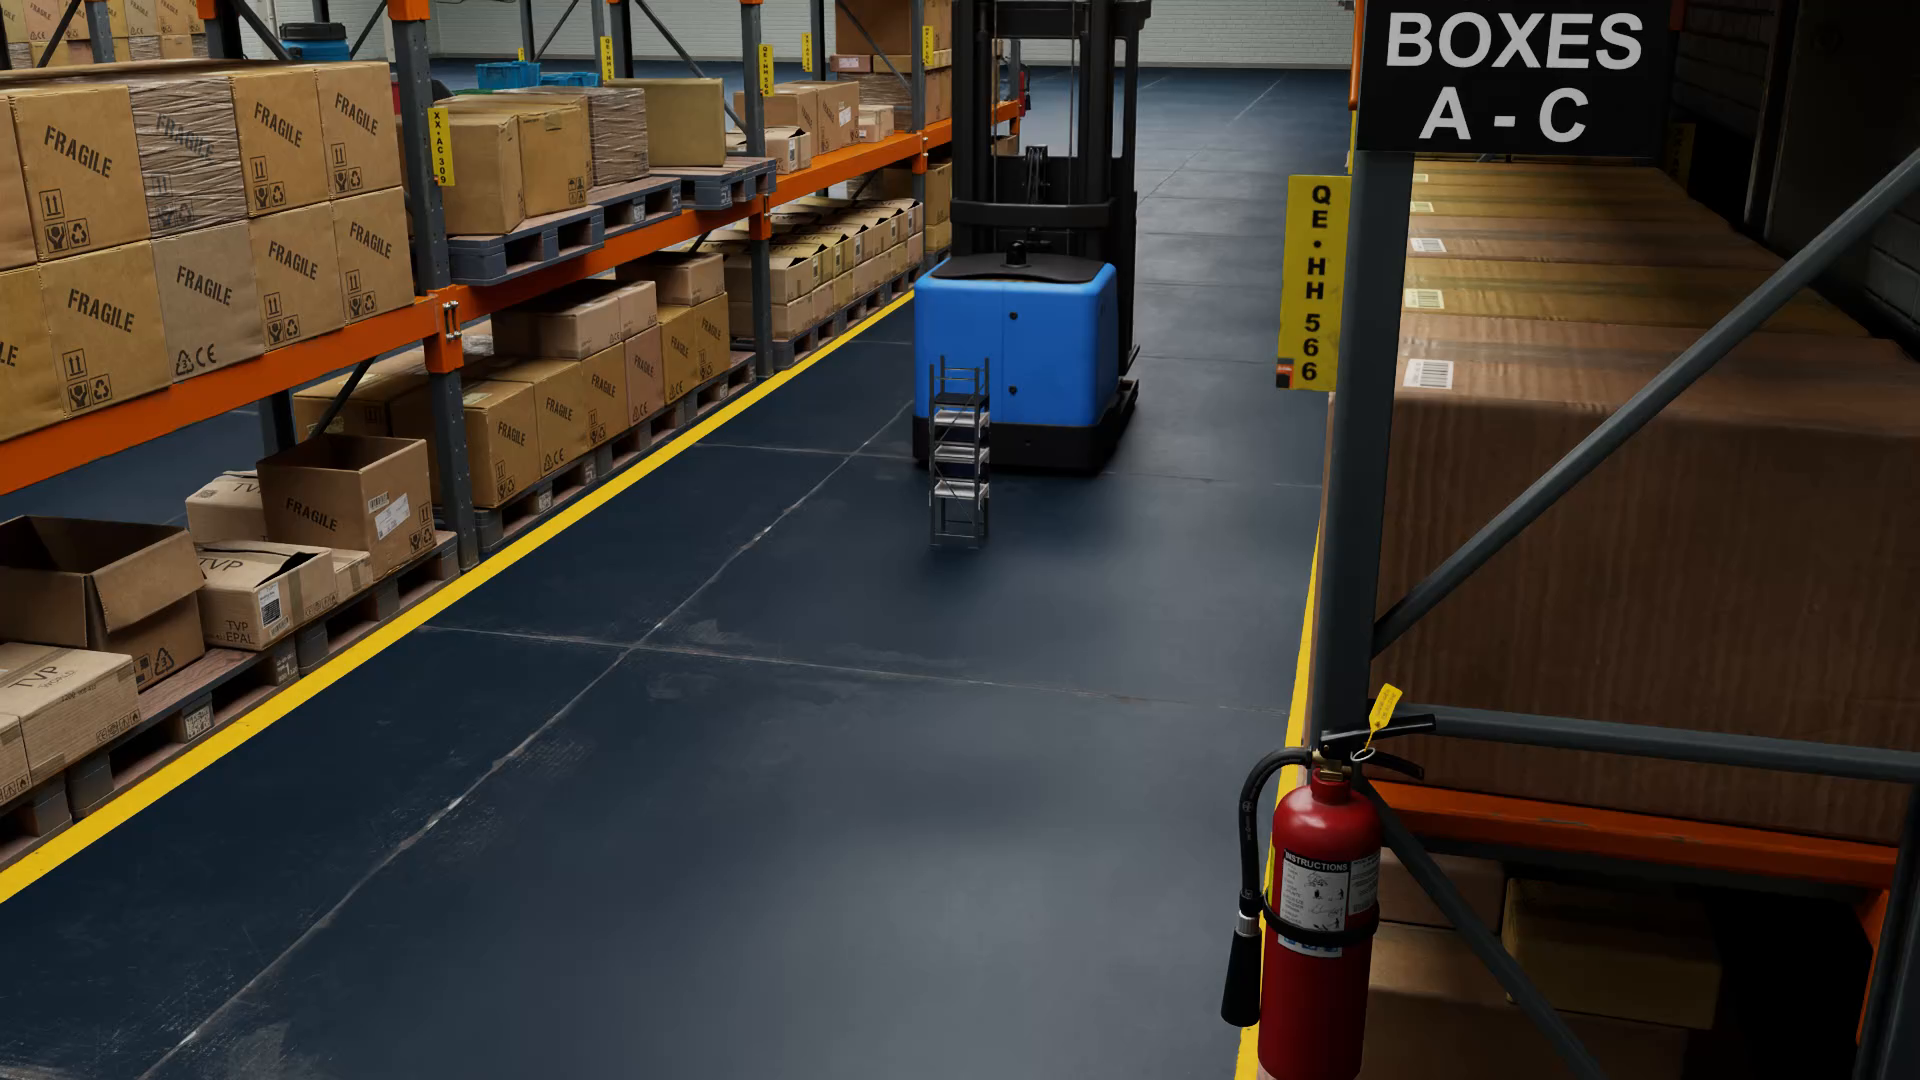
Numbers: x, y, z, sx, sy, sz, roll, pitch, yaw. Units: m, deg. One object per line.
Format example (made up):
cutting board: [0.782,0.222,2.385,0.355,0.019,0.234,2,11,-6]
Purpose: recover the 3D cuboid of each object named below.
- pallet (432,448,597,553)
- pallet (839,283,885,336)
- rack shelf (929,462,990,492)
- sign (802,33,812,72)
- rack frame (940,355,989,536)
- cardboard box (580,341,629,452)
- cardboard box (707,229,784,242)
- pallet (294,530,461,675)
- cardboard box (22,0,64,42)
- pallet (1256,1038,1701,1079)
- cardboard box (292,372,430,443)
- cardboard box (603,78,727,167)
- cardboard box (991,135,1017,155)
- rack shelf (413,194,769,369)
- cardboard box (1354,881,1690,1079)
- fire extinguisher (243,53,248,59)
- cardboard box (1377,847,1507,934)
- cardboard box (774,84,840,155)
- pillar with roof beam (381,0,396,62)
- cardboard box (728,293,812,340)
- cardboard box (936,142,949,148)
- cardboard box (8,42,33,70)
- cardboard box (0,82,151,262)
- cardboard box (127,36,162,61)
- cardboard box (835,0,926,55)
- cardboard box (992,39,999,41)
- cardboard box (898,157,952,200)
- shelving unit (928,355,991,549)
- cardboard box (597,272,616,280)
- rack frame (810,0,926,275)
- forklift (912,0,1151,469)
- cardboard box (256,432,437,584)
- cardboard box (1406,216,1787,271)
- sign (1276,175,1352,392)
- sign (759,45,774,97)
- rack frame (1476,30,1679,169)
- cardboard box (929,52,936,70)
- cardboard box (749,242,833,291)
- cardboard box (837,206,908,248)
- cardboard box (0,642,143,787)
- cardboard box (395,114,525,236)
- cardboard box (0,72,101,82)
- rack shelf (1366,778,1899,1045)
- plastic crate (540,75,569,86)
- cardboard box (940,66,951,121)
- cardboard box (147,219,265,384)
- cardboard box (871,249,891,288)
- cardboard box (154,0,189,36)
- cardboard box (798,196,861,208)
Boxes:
pallet: [-2.603,-0.261,8.625,1.003,0.211,1.213,5,19,13]
pallet: [-1.249,-1.893,13.403,1.003,0.211,1.213,5,19,13]
rack shelf: [-0.002,-0.307,8.075,0.258,0.077,0.200,5,19,13]
sign: [-1.349,-4.320,14.734,0.100,0.325,0.005,5,19,13]
rack frame: [0.023,-0.455,8.128,0.240,0.900,0.006,5,19,13]
cardboard box: [-2.162,-0.804,9.088,0.500,0.500,0.500,5,19,14]
cardboard box: [-1.652,-2.244,12.854,0.500,0.311,0.500,5,19,13]
pallet: [-2.934,0.212,7.240,1.003,0.211,1.213,5,19,13]
cardboard box: [-9.939,-5.553,17.641,0.500,0.500,0.500,5,19,13]
pallet: [1.181,1.384,3.809,1.003,0.211,1.213,5,19,13]
cardboard box: [-2.923,-0.525,8.271,0.500,0.500,0.500,5,19,13]
cardboard box: [-1.833,-2.616,10.402,0.700,0.500,0.500,-2,19,-5]
cardboard box: [0.324,-4.145,18.125,0.500,0.500,0.500,5,19,13]
rack shelf: [-2.277,-1.609,9.370,1.077,0.370,4.000,5,19,13]
cardboard box: [1.136,1.078,3.608,0.700,0.500,0.500,5,19,13]
fire extinguisher: [-8.964,-5.830,20.736,0.296,0.674,0.183,5,19,13]
cardboard box: [0.990,0.716,3.663,0.380,0.149,0.250,4,19,13]
cardboard box: [-1.265,-3.316,13.100,0.500,0.500,0.500,5,19,13]
pillar with roof beam: [-13.402,-18.796,49.294,9.100,9.000,0.400,5,19,13]
cardboard box: [-1.375,-1.615,11.879,0.500,0.250,0.500,5,19,13]
cardboard box: [-0.410,-3.871,17.324,0.500,0.500,0.500,5,19,13]
cardboard box: [-10.246,-4.938,17.388,0.875,0.500,0.500,5,19,13]
cardboard box: [-3.008,-1.188,5.323,0.500,0.500,0.500,4,19,13]
cardboard box: [-9.770,-5.566,19.227,0.875,0.500,0.500,5,19,13]
cardboard box: [-0.709,-4.631,14.943,0.700,0.500,0.500,5,19,14]
cardboard box: [0.027,-5.583,17.731,0.700,0.500,0.500,5,19,14]
cardboard box: [-0.279,-3.360,15.829,0.500,0.500,0.500,5,19,13]
shelving unit: [-0.002,-0.423,8.035,0.258,0.900,0.210,5,19,13]
cardboard box: [-2.177,-1.481,11.071,0.500,0.500,0.500,6,20,16]
rack frame: [-0.811,-3.830,14.760,1.000,3.000,0.127,5,19,13]
forklift: [0.542,-2.213,10.133,1.130,2.935,3.031,4,19,11]
cardboard box: [-2.630,-0.147,7.163,0.500,0.500,0.500,5,19,13]
cardboard box: [1.539,-0.449,4.396,0.980,0.700,0.700,4,19,11]
sign: [0.539,-0.386,2.519,0.100,0.325,0.005,5,19,13]
sign: [-1.260,-3.047,10.798,0.100,0.325,0.005,5,19,13]
rack frame: [2.039,-0.933,6.277,1.000,3.000,0.127,5,19,13]
cardboard box: [-0.435,-4.413,15.309,0.380,0.149,0.250,4,19,12]
cardboard box: [-1.255,-2.045,12.272,0.500,0.311,0.500,4,19,12]
cardboard box: [-0.753,-2.680,14.129,0.500,0.311,0.500,5,20,15]
cardboard box: [-3.091,0.563,5.473,0.500,0.250,0.500,5,19,13]
cardboard box: [-2.433,-1.699,7.718,0.700,0.500,0.500,-2,19,-5]
cardboard box: [-3.405,-1.395,5.929,0.500,0.500,0.500,4,19,12]
rack shelf: [1.550,0.035,4.558,1.077,0.370,4.000,5,19,13]
plastic crate: [-4.632,-5.022,18.480,0.499,0.251,0.408,5,19,13]
cardboard box: [-0.460,-4.340,16.098,0.700,0.500,0.500,5,19,14]
cardboard box: [-2.887,-0.870,5.939,0.500,0.500,0.500,5,20,15]
cardboard box: [-0.881,-2.256,13.756,0.500,0.250,0.500,5,20,15]
cardboard box: [-9.450,-6.179,19.477,0.500,0.500,0.500,5,19,13]
cardboard box: [-1.153,-2.883,14.724,0.500,0.311,0.500,5,19,14]
